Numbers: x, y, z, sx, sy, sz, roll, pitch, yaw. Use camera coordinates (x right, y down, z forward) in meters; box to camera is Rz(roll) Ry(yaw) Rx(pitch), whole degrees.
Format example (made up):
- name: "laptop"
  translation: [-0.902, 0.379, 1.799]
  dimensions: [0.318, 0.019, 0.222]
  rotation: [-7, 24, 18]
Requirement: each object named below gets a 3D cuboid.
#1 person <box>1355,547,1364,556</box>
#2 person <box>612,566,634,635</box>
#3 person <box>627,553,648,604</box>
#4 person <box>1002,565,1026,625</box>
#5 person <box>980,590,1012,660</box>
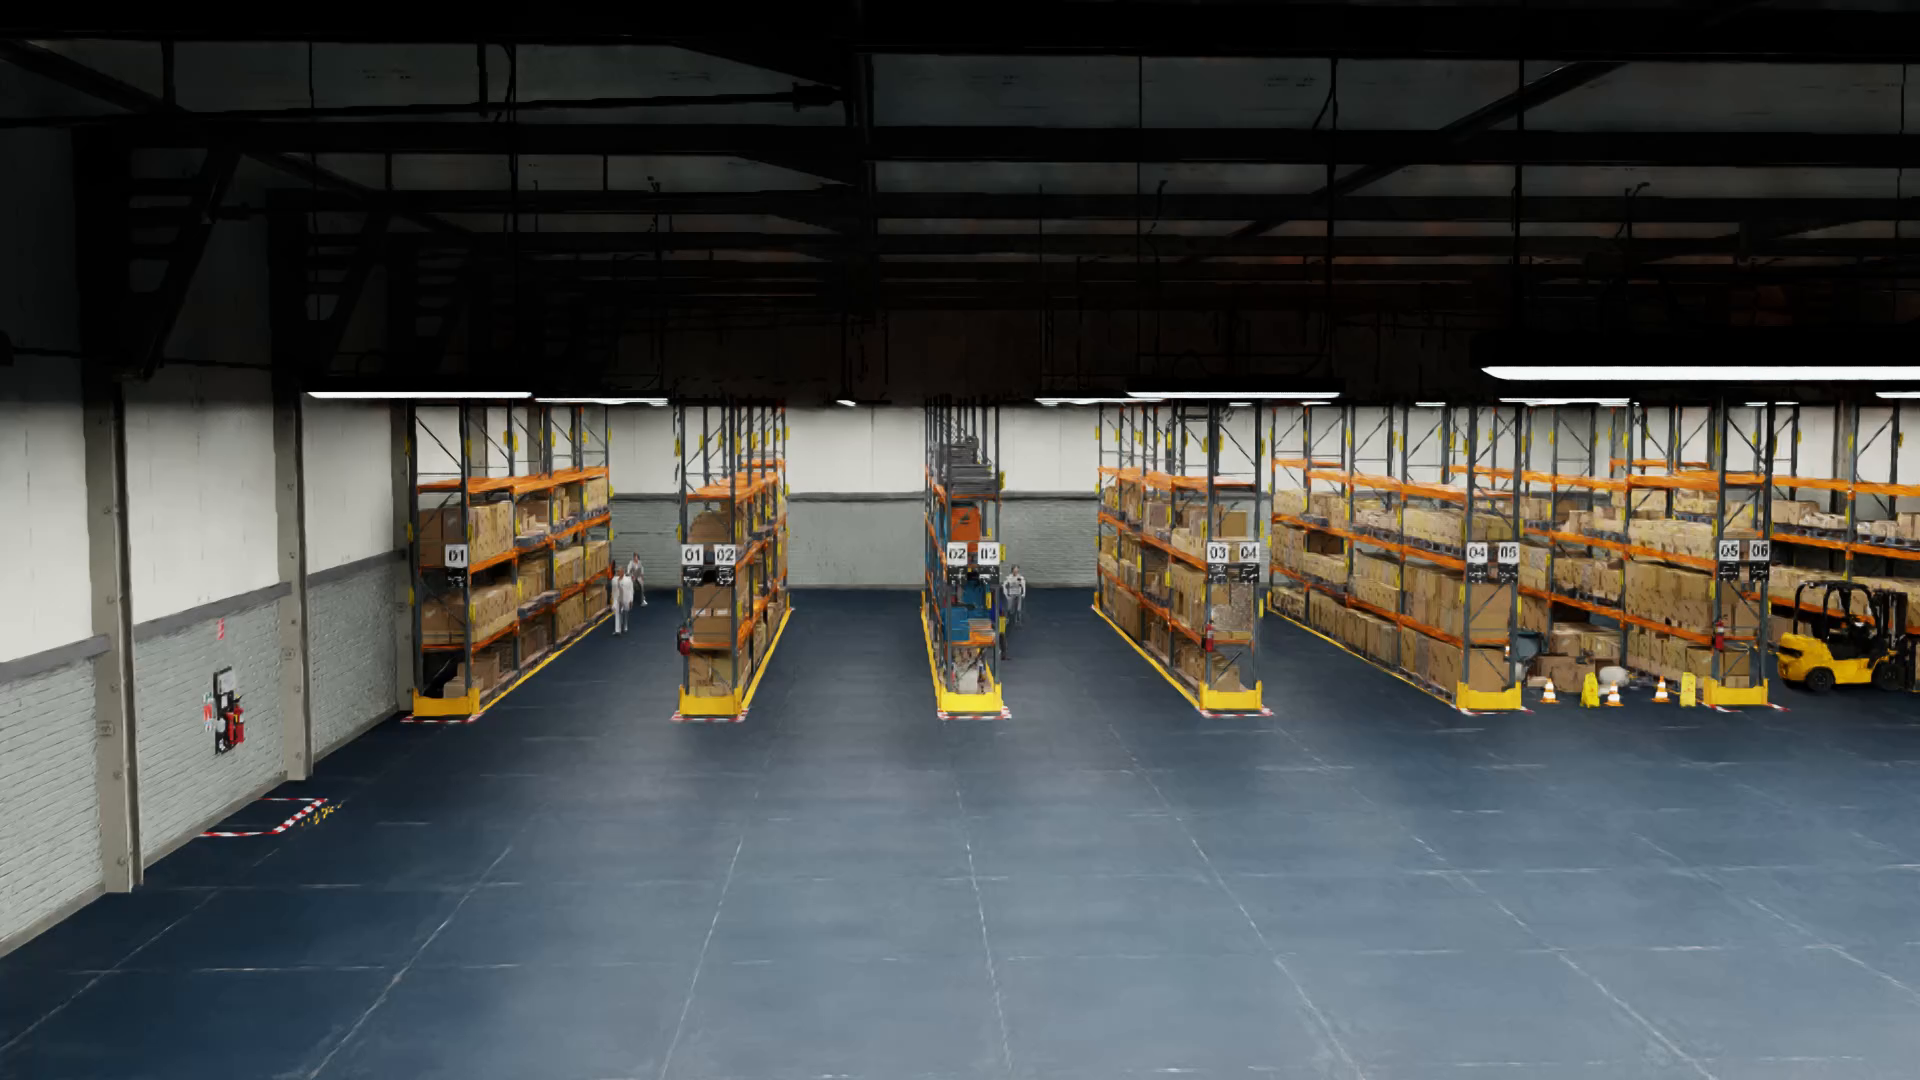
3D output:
- name: "person"
  translation: [11.788, 1.044, 48.832]
  dimensions: [0.525, 1.662, 0.564]
  rotation: [-2, 5, -28]
- name: "person"
  translation: [-8.570, 1.523, 42.216]
  dimensions: [0.600, 1.725, 1.110]
  rotation: [0, 5, -4]
- name: "person"
  translation: [-9.461, 1.134, 48.529]
  dimensions: [0.572, 1.494, 0.769]
  rotation: [-2, 5, -22]
- name: "person"
  translation: [1.435, 1.445, 43.980]
  dimensions: [0.639, 1.628, 0.506]
  rotation: [0, 5, -5]
- name: "person"
  translation: [0.775, 1.924, 37.934]
  dimensions: [0.621, 1.593, 0.826]
  rotation: [-2, 5, -19]
